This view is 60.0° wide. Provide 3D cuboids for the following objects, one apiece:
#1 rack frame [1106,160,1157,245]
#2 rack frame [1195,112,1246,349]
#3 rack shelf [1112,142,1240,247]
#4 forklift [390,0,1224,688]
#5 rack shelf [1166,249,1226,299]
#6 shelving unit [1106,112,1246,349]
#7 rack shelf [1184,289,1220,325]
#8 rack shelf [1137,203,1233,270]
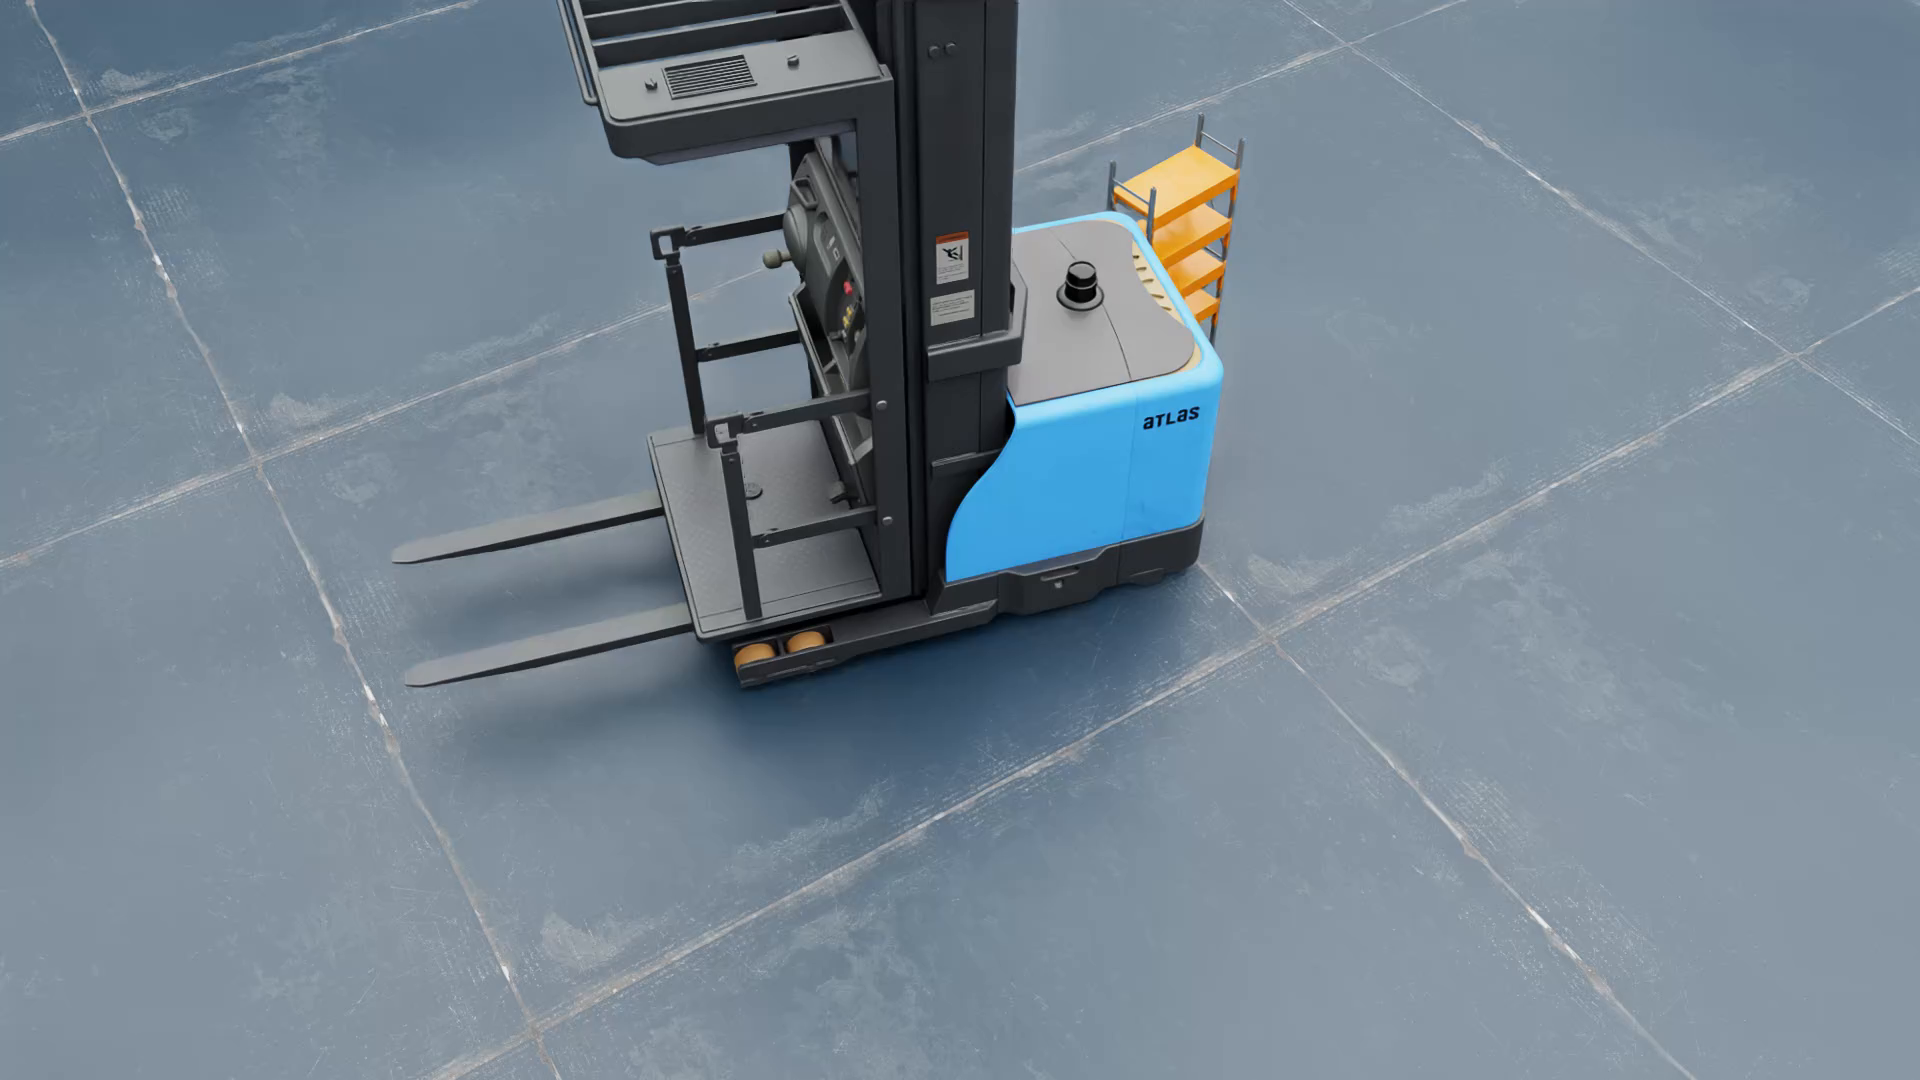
[{"bbox_3d":[0.659,-0.990,6.774,0.015,1.200,0.240,-33,56,-26],"label":"rack frame"},{"bbox_3d":[1.030,-1.227,6.985,0.015,1.200,0.240,-33,56,-26],"label":"rack frame"},{"bbox_3d":[0.845,-1.370,6.586,0.480,0.148,0.258,-33,56,-26],"label":"rack shelf"},{"bbox_3d":[-0.633,-0.876,5.513,3.031,2.935,1.130,-13,50,-11],"label":"forklift"},{"bbox_3d":[0.845,-1.064,6.929,0.480,0.148,0.258,-33,56,-26],"label":"rack shelf"},{"bbox_3d":[0.845,-1.109,6.879,0.503,1.200,0.258,-33,56,-26],"label":"shelving unit"},{"bbox_3d":[0.845,-0.932,7.078,0.480,0.148,0.258,-33,56,-26],"label":"rack shelf"},{"bbox_3d":[0.845,-1.213,6.762,0.480,0.148,0.258,-33,56,-26],"label":"rack shelf"}]
